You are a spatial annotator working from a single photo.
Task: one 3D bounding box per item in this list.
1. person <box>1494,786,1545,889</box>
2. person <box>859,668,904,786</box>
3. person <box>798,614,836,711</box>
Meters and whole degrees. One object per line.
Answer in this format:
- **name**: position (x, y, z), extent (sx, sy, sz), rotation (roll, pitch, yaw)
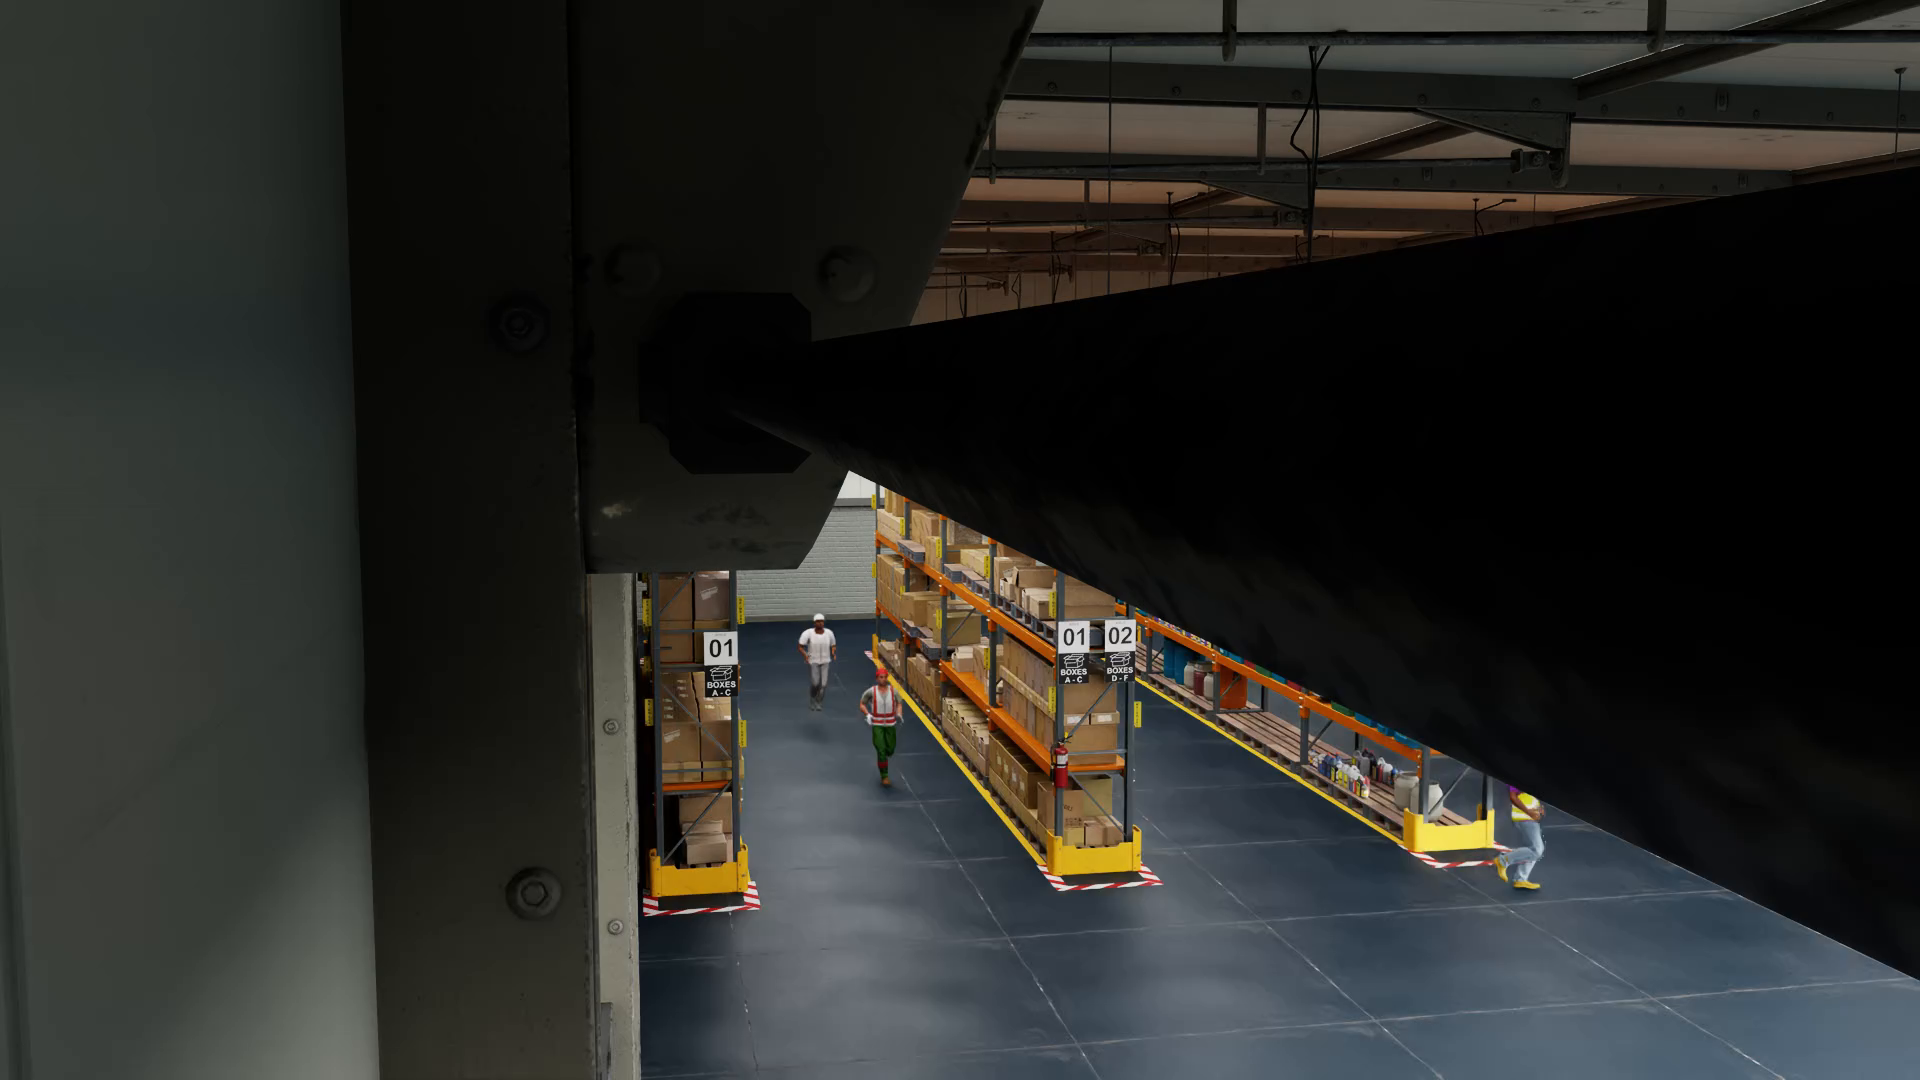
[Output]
- **person**: position (6.889, 3.393, 20.391), extent (0.561, 1.710, 0.731), rotation (3, 7, 26)
- **person**: position (-1.202, 2.828, 25.456), extent (0.655, 1.757, 0.749), rotation (-2, 6, -15)
- **person**: position (-2.485, 2.171, 29.346), extent (0.676, 1.747, 0.534), rotation (-2, 6, -20)
